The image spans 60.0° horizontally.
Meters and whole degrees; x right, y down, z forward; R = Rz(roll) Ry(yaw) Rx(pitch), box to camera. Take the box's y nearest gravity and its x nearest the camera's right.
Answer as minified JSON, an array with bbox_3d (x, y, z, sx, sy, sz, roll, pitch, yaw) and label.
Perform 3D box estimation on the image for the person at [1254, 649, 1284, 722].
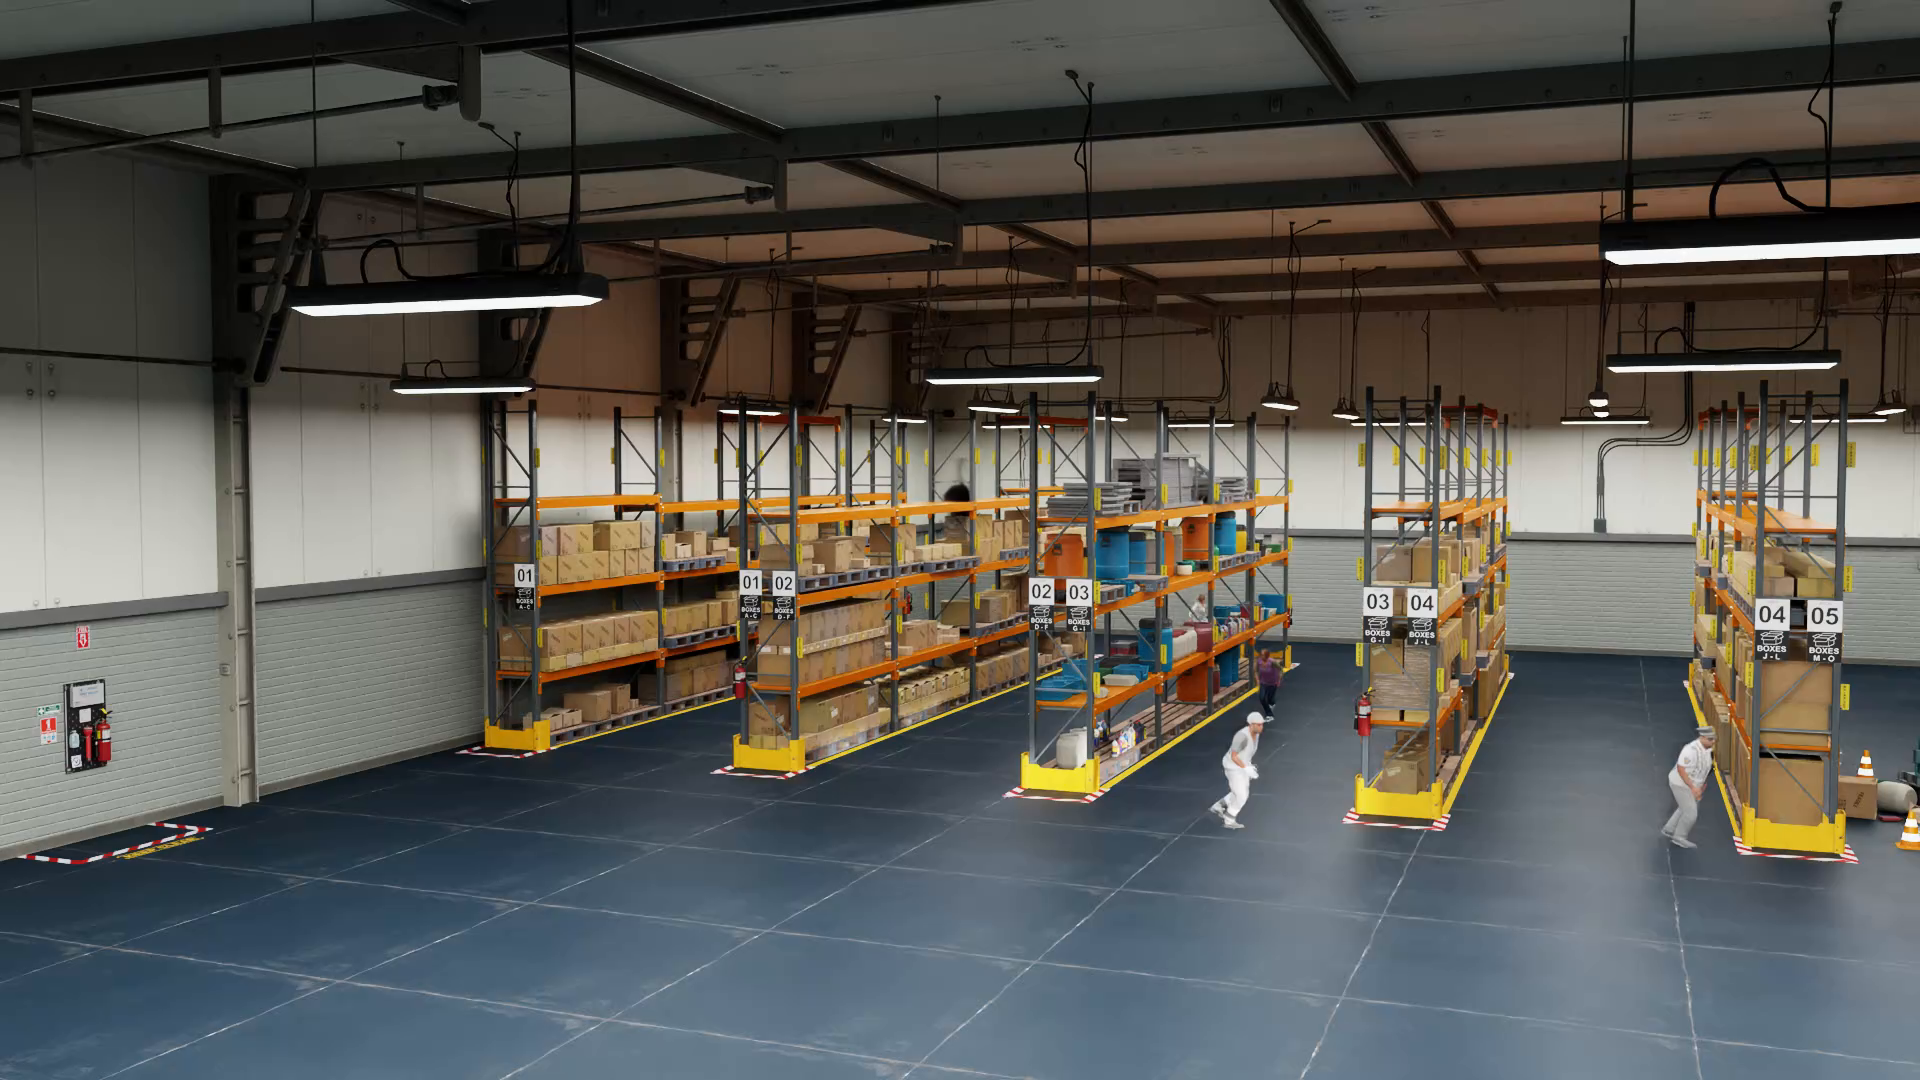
[{"bbox_3d":[5.879,2.739,31.540,0.555,1.427,0.835,1,3,25],"label":"person"}]

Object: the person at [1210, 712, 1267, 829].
[{"bbox_3d":[3.725,3.080,22.334,0.911,1.628,0.637,2,3,36],"label":"person"}]

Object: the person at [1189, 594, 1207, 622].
[{"bbox_3d":[5.984,2.145,41.999,0.642,1.553,0.541,-2,4,-41],"label":"person"}]

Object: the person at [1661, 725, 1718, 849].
[{"bbox_3d":[9.341,3.150,21.323,0.702,1.641,0.820,-2,4,-38],"label":"person"}]
